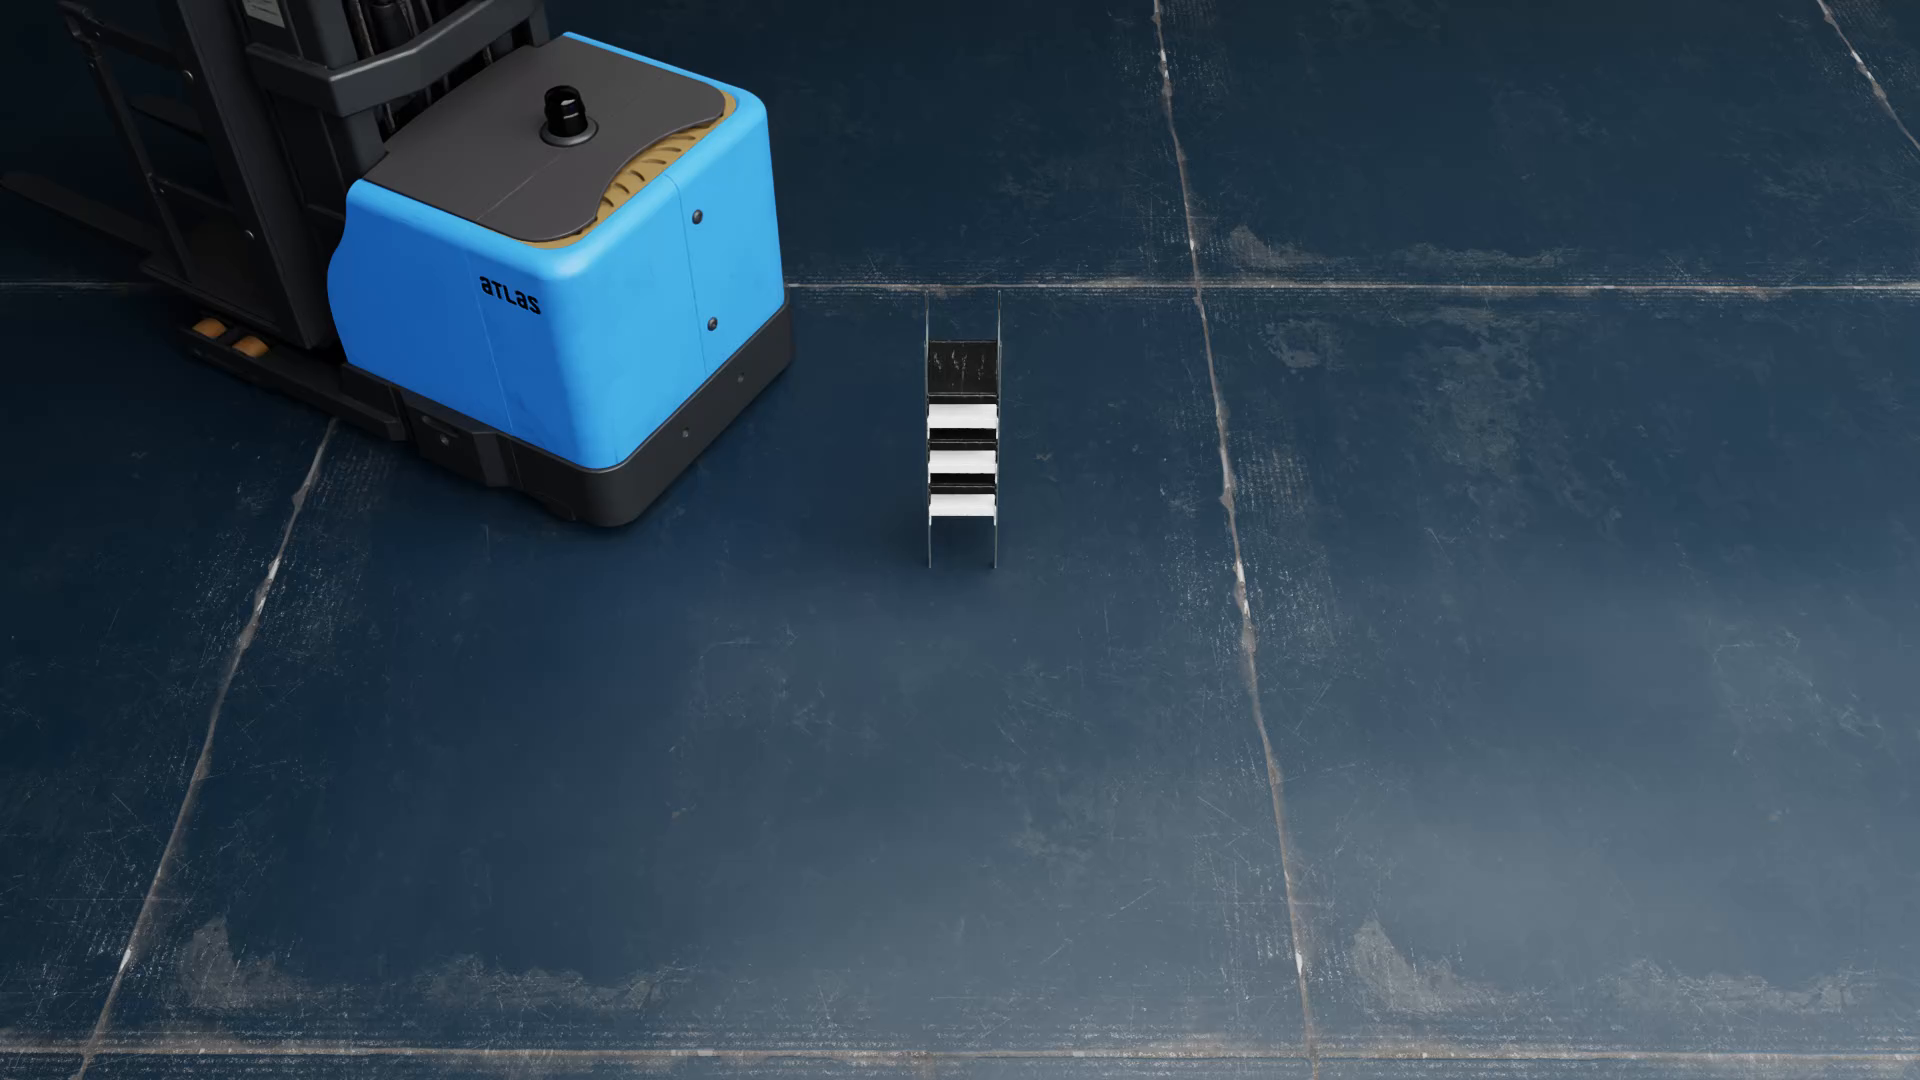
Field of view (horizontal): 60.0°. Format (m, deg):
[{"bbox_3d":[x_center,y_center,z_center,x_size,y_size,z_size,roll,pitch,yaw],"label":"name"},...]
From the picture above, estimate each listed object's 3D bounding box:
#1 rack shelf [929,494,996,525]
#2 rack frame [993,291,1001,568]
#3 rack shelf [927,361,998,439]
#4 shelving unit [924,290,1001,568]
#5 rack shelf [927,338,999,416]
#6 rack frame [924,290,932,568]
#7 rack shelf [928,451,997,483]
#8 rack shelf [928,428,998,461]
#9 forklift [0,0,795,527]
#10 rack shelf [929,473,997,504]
[{"bbox_3d":[0.008,-0.161,5.077,0.200,0.077,0.258,0,47,0],"label":"rack shelf"},{"bbox_3d":[0.110,-0.306,4.920,0.006,0.900,0.240,0,47,0],"label":"rack frame"},{"bbox_3d":[0.008,-0.406,4.813,0.200,0.077,0.258,0,47,0],"label":"rack shelf"},{"bbox_3d":[0.008,-0.307,4.921,0.210,0.900,0.258,0,47,0],"label":"shelving unit"},{"bbox_3d":[0.008,-0.468,4.747,0.200,0.077,0.258,0,47,0],"label":"rack shelf"},{"bbox_3d":[-0.094,-0.307,4.921,0.006,0.900,0.240,0,47,0],"label":"rack frame"},{"bbox_3d":[0.008,-0.284,4.945,0.200,0.077,0.258,0,47,0],"label":"rack shelf"},{"bbox_3d":[0.008,-0.345,4.879,0.200,0.077,0.258,0,47,0],"label":"rack shelf"},{"bbox_3d":[-2.108,-1.848,4.967,3.031,2.935,1.130,23,51,20],"label":"forklift"},{"bbox_3d":[0.008,-0.223,5.011,0.200,0.077,0.258,0,47,0],"label":"rack shelf"}]
